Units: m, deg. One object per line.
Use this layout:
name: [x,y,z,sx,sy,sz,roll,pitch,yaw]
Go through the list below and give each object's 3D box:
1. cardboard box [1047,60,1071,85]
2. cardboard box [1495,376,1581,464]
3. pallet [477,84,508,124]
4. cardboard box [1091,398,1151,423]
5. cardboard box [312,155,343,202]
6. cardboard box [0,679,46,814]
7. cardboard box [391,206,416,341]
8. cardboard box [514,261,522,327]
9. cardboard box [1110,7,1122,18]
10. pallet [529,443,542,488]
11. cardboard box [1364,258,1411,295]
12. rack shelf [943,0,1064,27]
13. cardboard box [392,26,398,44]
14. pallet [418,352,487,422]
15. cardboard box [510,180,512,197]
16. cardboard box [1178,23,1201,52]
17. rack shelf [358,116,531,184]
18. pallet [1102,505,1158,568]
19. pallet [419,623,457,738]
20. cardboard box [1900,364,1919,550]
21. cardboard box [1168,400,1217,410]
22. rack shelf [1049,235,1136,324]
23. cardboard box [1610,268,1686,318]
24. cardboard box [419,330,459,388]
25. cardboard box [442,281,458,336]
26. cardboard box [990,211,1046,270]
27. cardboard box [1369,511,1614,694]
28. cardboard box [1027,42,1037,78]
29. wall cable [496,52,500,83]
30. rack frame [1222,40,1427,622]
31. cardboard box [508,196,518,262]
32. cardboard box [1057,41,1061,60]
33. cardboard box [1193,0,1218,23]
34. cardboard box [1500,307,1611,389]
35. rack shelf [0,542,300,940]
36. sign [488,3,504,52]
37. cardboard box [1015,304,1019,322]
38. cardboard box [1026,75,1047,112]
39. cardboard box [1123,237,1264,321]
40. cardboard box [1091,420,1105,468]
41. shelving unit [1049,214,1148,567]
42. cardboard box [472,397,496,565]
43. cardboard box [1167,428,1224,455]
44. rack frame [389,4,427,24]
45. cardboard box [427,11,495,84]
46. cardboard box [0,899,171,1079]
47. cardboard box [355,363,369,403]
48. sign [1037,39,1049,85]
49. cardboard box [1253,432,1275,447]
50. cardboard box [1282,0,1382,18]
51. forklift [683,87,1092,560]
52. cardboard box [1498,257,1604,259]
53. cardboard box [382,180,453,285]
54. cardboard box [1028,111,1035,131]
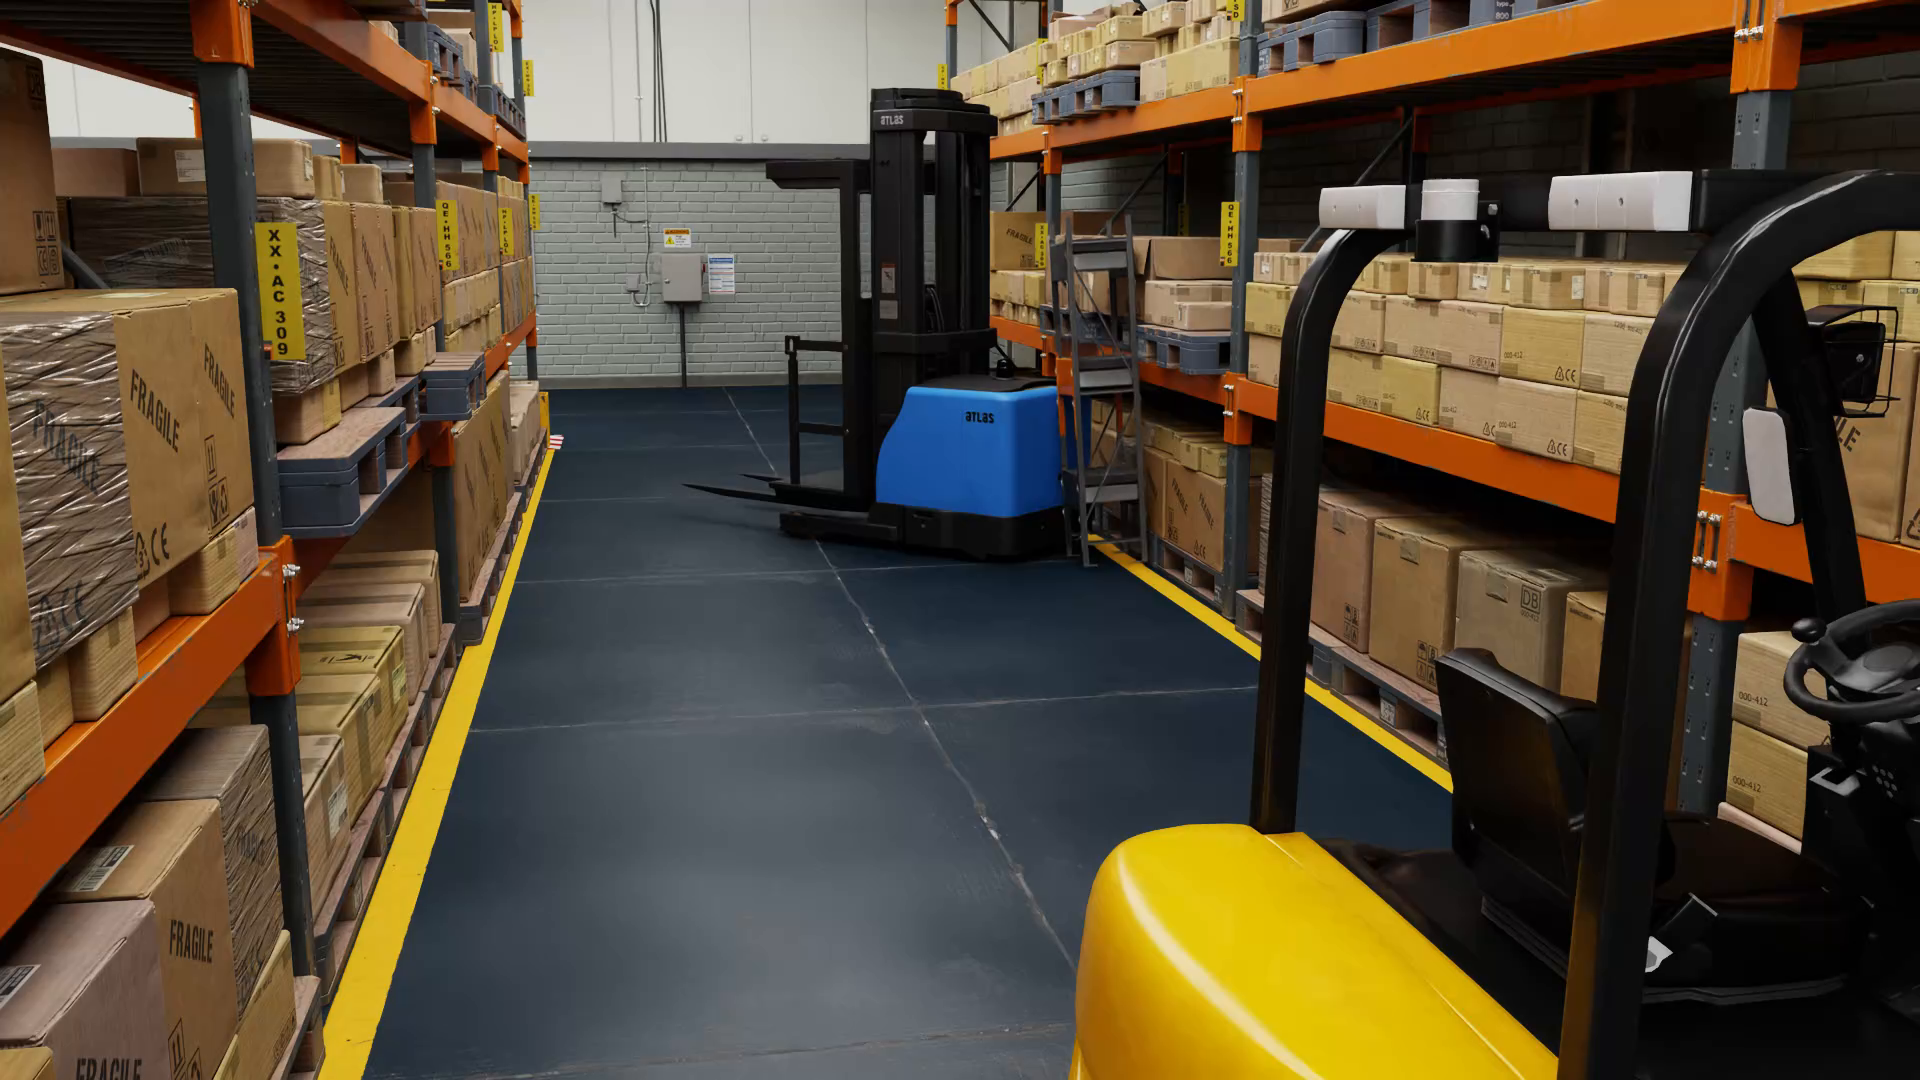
cardboard box: [0.828,-3.287,11.703,0.380,0.149,0.250,-2,11,-10]
cardboard box: [2.242,-0.433,5.852,0.500,0.250,0.500,-2,11,-11]
pallet: [-3.873,-3.199,12.194,1.003,0.211,1.213,-2,11,-11]
cardboard box: [1.143,-0.926,11.868,0.380,0.149,0.250,-3,11,-14]
cardboard box: [-2.225,-1.166,5.378,0.380,0.149,0.250,-1,11,-8]
cardboard box: [-1.500,0.300,2.268,0.380,0.149,0.250,-2,11,-11]
cardboard box: [-2.375,-1.026,6.378,0.500,0.500,0.500,-3,11,-15]
cardboard box: [-3.743,-1.947,13.135,0.500,0.500,0.500,-2,11,-11]
cardboard box: [1.270,-3.701,11.974,0.396,0.266,0.258,-2,11,-12]
pallet: [-4.036,-0.615,13.863,1.003,0.211,1.213,-2,11,-11]
cardboard box: [1.956,-1.128,7.099,0.380,0.149,0.250,-2,11,-10]
rack shelf: [0.755,-4.758,14.062,1.077,0.370,4.000,-2,11,-11]
cardboard box: [-2.679,-2.185,7.301,0.380,0.149,0.250,-2,11,-11]
pallet: [-2.703,-0.664,7.173,1.213,0.211,1.003,-2,11,-11]
cardboard box: [-3.934,-2.920,13.840,0.380,0.149,0.250,-2,11,-10]
cardboard box: [1.468,-2.859,9.508,0.380,0.149,0.250,-2,11,-11]
rack shelf: [-4.114,-3.105,13.390,1.077,0.370,4.000,-2,11,-11]
pallet: [1.580,-0.057,10.934,1.003,0.211,1.213,-2,11,-11]
pallet: [-2.796,0.629,7.329,1.003,0.211,1.213,-2,11,-11]
cardboard box: [2.647,-0.195,3.934,0.500,0.500,0.500,-2,11,-10]
cardboard box: [1.686,-0.901,11.736,0.380,0.149,0.250,-3,11,-14]
rack shelf: [0.808,-1.597,10.173,0.431,0.518,0.480,-5,7,-8]
cardboard box: [2.347,-0.801,5.381,0.380,0.149,0.250,-2,11,-12]
cardboard box: [-2.795,-0.910,8.355,0.500,0.250,0.500,-2,11,-12]
cardboard box: [-2.803,-1.158,8.324,0.500,0.250,0.500,-2,11,-11]
cardboard box: [0.482,-2.606,14.465,0.500,0.500,0.500,-2,11,-10]
cardboard box: [2.295,0.252,7.076,0.875,0.625,0.625,-3,11,-13]
cardboard box: [0.809,-3.675,12.727,0.500,0.250,0.500,-2,11,-11]
wall cable: [-5.885,-6.332,20.397,0.463,3.000,0.029,-2,11,-11]
rack frame: [1.922,-1.066,8.774,1.000,3.000,0.127,-2,11,-11]
cardboard box: [-3.760,-2.442,13.062,0.500,0.500,0.500,-2,11,-10]
cardboard box: [0.893,-3.434,11.680,0.380,0.149,0.250,-2,11,-10]
cardboard box: [1.516,-2.959,9.237,0.380,0.149,0.250,-2,11,-13]
cardboard box: [2.246,-0.679,5.805,0.500,0.250,0.500,-2,11,-12]
rack shelf: [-1.780,0.569,2.107,1.077,0.370,4.000,-2,11,-11]
sign: [-3.194,-3.522,11.431,0.100,0.325,0.005,-2,11,-11]
cardboard box: [0.663,-1.868,13.661,0.380,0.149,0.250,-2,11,-10]
cardboard box: [0.804,-3.425,12.751,0.500,0.250,0.500,-2,11,-11]
cardboard box: [1.423,-1.615,10.262,0.797,0.503,0.637,-2,11,-12]
cardboard box: [1.130,-0.584,11.802,0.500,0.500,0.500,-2,11,-12]
shelving unit: [0.851,-0.918,10.258,0.431,2.100,0.503,-5,7,-8]
cardboard box: [-3.169,-0.341,9.523,0.875,0.875,0.875,-2,11,-10]
cardboard box: [1.479,-0.593,10.117,0.380,0.149,0.250,-2,11,-9]
rack frame: [-2.947,-3.832,7.261,1.000,3.000,0.127,-2,11,-11]
cardboard box: [-3.633,-3.512,11.945,0.500,0.500,0.500,-2,11,-10]
cardboard box: [-1.589,0.911,2.615,0.500,0.500,0.500,-2,11,-8]
cardboard box: [-2.191,-0.536,5.540,0.380,0.149,0.250,-2,11,-11]
sign: [0.613,-3.506,12.188,0.100,0.325,0.005,-2,11,-11]
cardboard box: [1.974,-0.562,9.955,0.380,0.149,0.250,-2,11,-10]
cardboard box: [1.823,-2.702,7.691,0.500,0.500,0.500,-2,11,-11]
forklift: [-0.610,-1.511,11.299,3.031,2.935,1.130,8,13,35]
cardboard box: [2.556,-1.152,7.222,0.380,0.149,0.250,-2,11,-12]
cardboard box: [-2.803,-1.524,8.241,0.500,0.500,0.500,-2,11,-13]
cardboard box: [0.739,-3.250,12.898,0.380,0.149,0.250,-2,11,-11]
